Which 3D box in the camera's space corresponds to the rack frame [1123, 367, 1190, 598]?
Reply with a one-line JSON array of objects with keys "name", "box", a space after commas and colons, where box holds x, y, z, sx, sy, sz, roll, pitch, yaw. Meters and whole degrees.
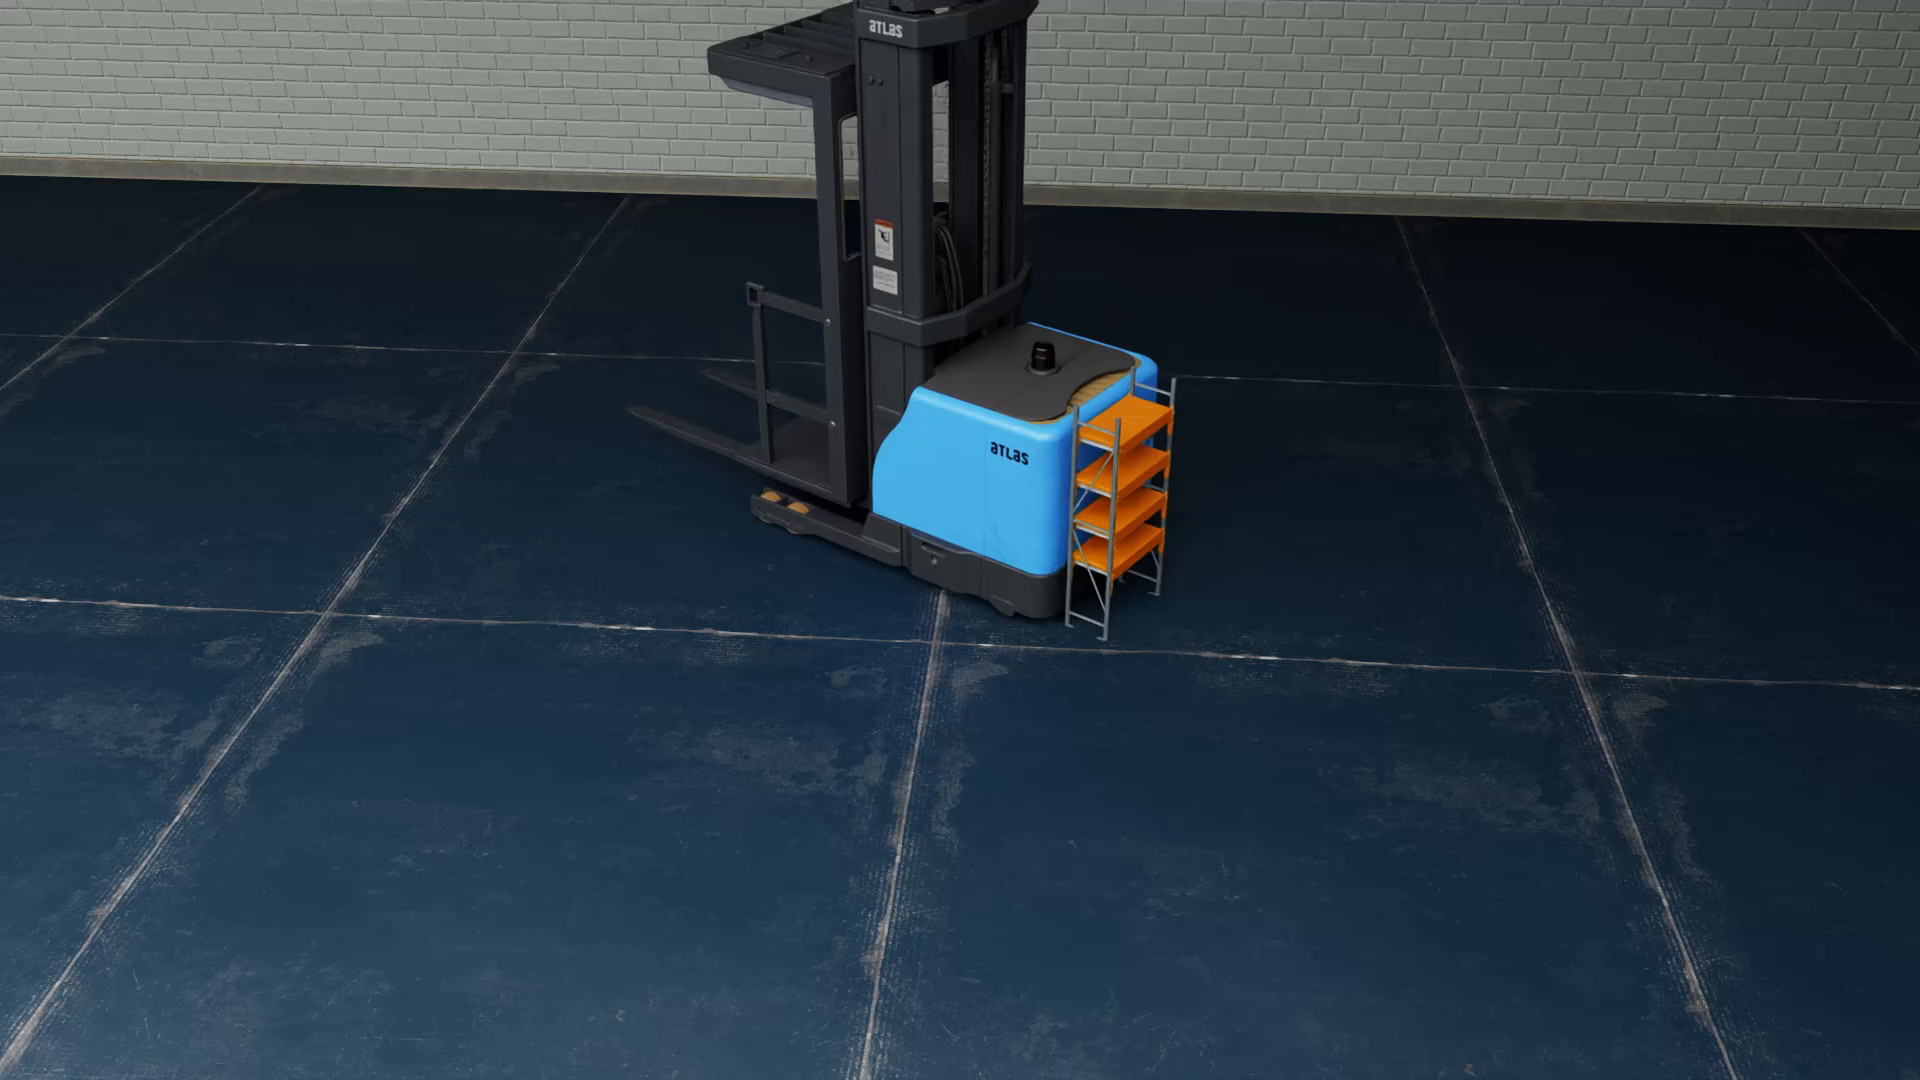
[{"name": "rack frame", "box": [0.936, -0.258, 8.014, 0.240, 1.200, 0.015, 24, 39, 29]}]

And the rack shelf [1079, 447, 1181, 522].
[{"name": "rack shelf", "box": [0.796, -0.286, 7.761, 0.258, 0.148, 0.480, 24, 39, 29]}]

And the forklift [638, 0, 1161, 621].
[{"name": "forklift", "box": [-0.469, -1.482, 8.361, 3.031, 2.935, 1.130, 23, 38, 32]}]

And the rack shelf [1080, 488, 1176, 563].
[{"name": "rack shelf", "box": [0.788, -0.099, 7.884, 0.258, 0.148, 0.480, 24, 39, 29]}]

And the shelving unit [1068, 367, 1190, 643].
[{"name": "shelving unit", "box": [0.791, -0.155, 7.847, 0.258, 1.200, 0.503, 24, 39, 29]}]

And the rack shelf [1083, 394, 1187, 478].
[{"name": "rack shelf", "box": [0.805, -0.484, 7.632, 0.258, 0.148, 0.480, 24, 39, 29]}]

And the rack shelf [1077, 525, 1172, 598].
[{"name": "rack shelf", "box": [0.781, 0.067, 7.992, 0.258, 0.148, 0.480, 24, 39, 29]}]

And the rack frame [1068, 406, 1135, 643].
[{"name": "rack frame", "box": [0.646, -0.052, 7.680, 0.240, 1.200, 0.015, 24, 39, 29]}]
